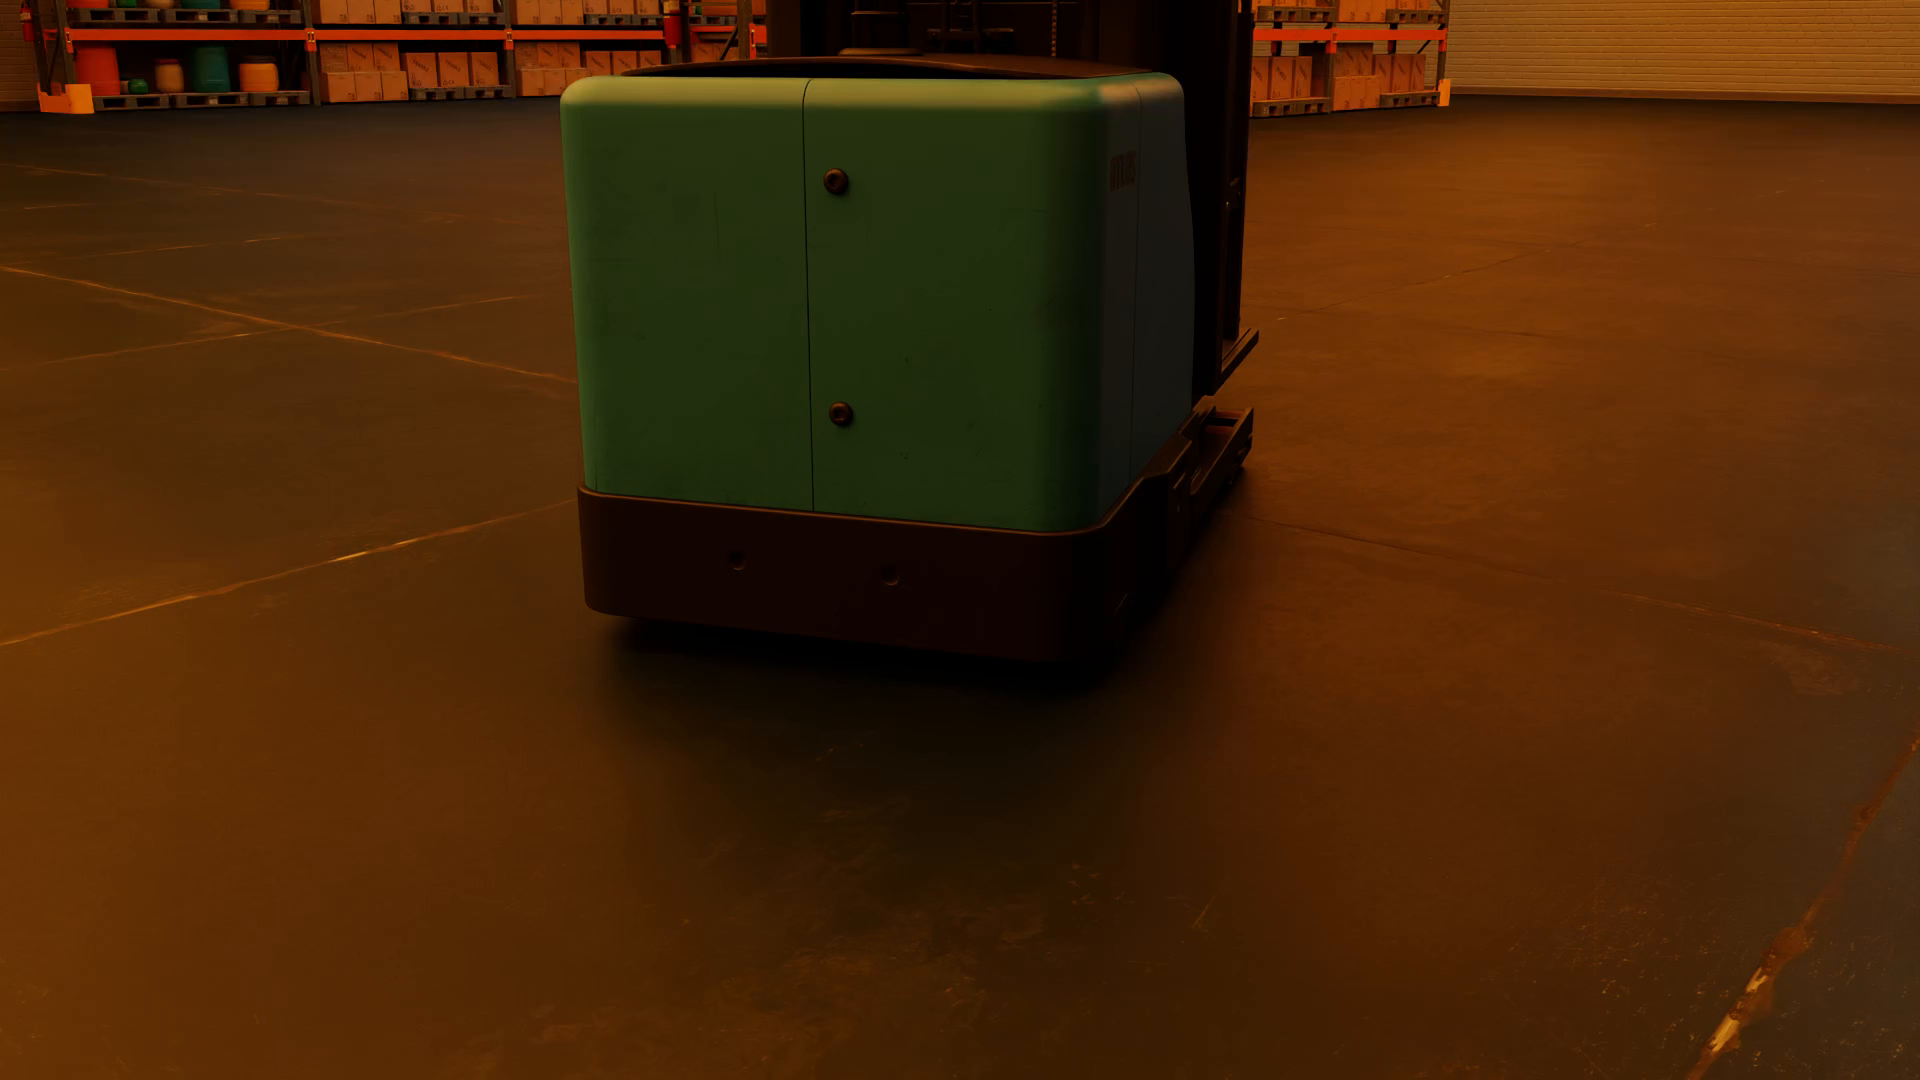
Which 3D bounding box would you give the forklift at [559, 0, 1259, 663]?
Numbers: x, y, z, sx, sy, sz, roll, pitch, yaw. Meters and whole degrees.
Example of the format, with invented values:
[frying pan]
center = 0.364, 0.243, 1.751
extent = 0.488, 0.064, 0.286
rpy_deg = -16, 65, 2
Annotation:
[forklift]
center = 0.182, -1.571, 4.072
extent = 1.130, 2.935, 3.031
rpy_deg = 5, 18, 17
